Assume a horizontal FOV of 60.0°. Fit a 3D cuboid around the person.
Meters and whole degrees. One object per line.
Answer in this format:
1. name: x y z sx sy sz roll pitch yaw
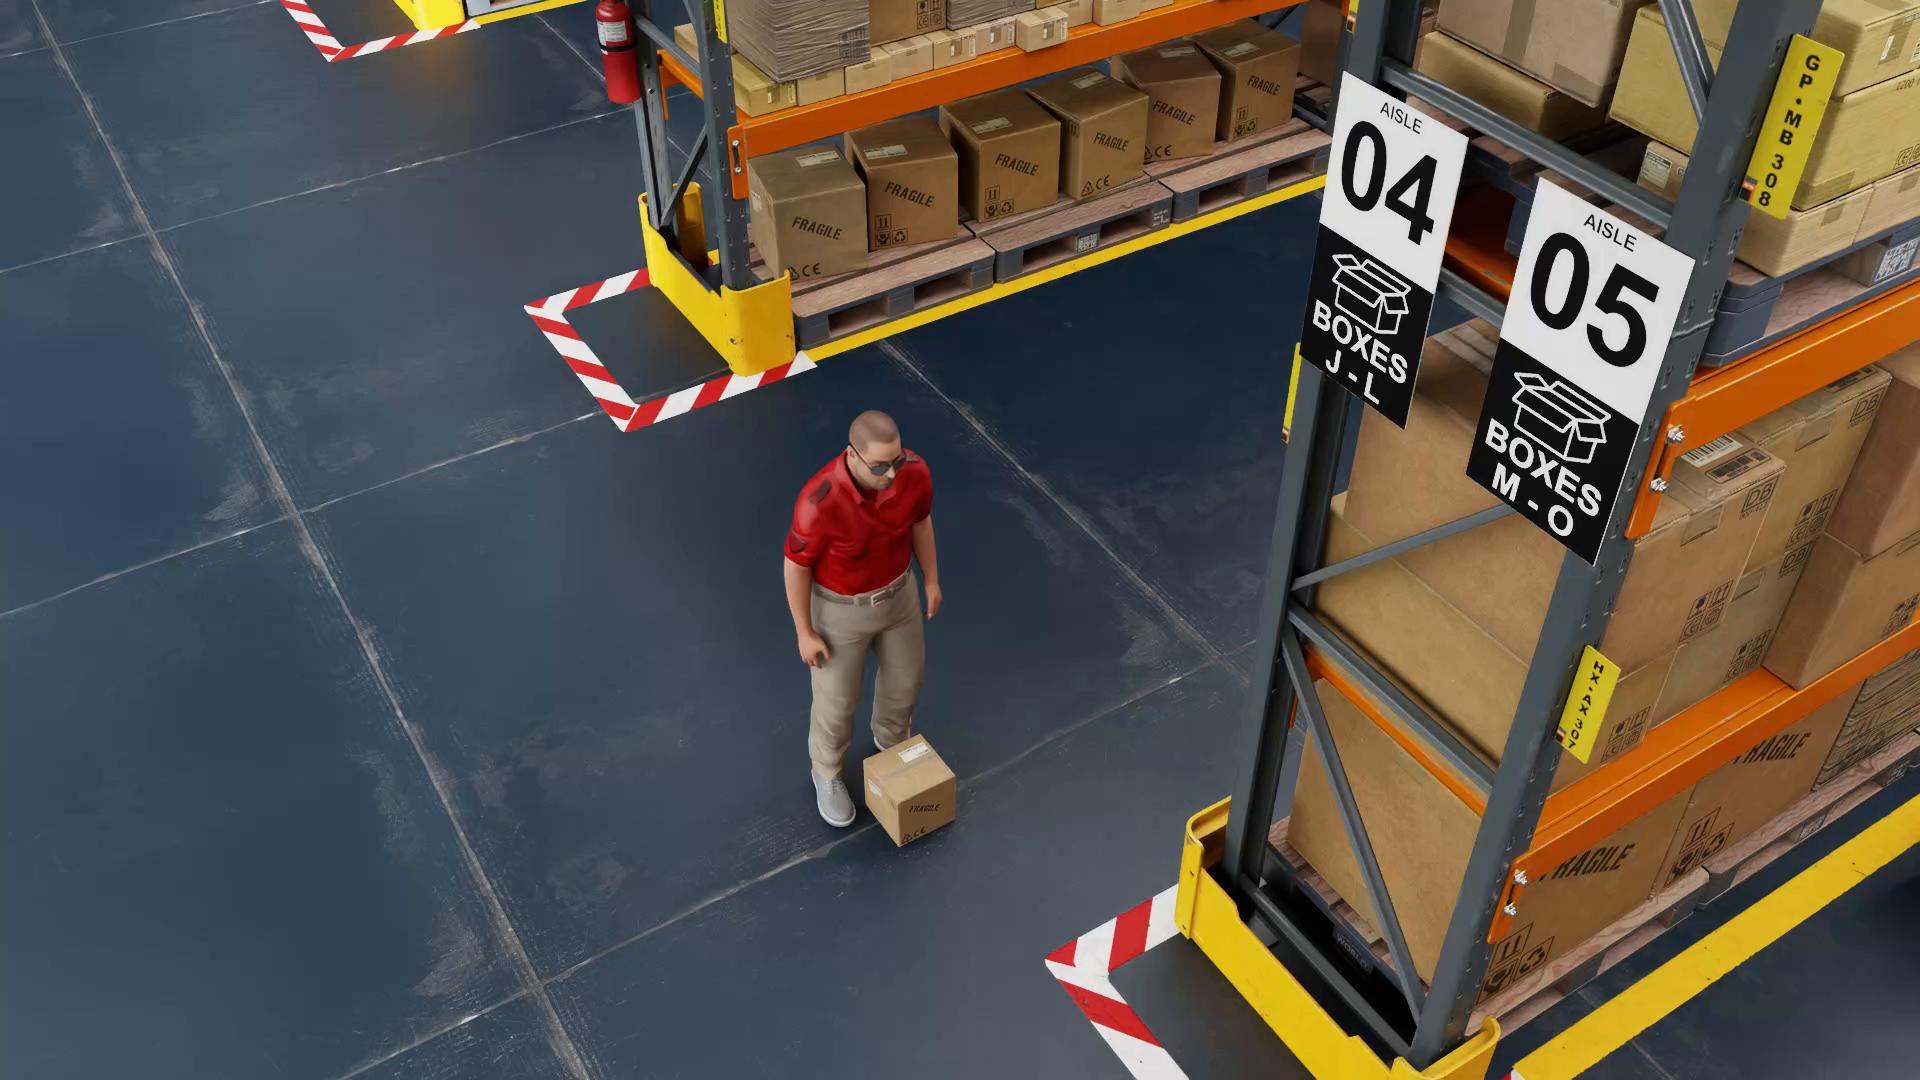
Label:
1. person: -0.332 0.303 5.947 0.577 1.553 0.388 -23 46 -25
